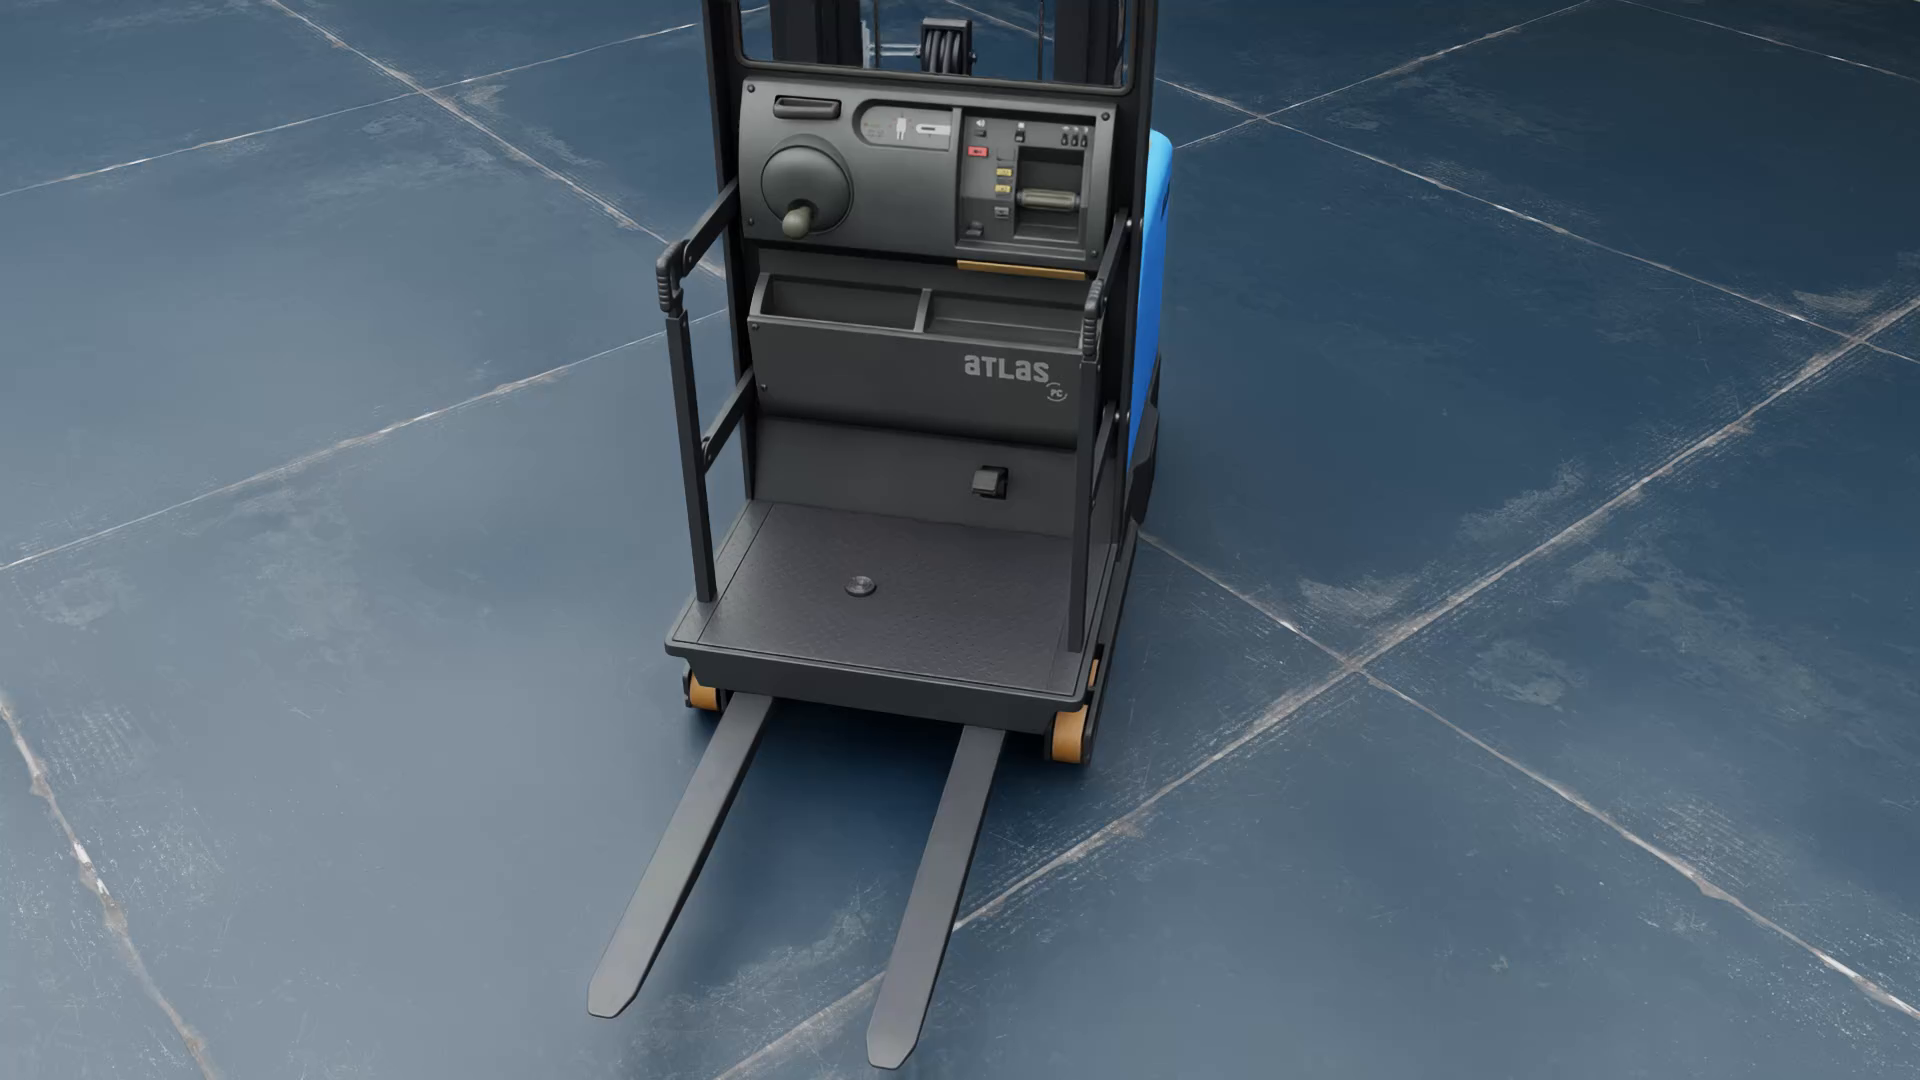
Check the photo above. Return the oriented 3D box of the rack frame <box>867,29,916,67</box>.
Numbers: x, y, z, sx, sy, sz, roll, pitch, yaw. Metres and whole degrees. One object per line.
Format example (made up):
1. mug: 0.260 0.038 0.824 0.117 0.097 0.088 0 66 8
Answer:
1. rack frame: -0.233 -1.254 6.096 0.240 1.200 0.006 1 7 0

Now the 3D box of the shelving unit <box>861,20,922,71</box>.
1. shelving unit: -0.233 -1.242 6.005 0.258 1.200 0.189 1 7 0

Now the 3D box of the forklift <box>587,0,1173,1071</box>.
1. forklift: -0.133 -0.841 3.902 1.130 2.935 3.031 7 36 10

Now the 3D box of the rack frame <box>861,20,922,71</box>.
1. rack frame: -0.234 -1.230 5.915 0.240 1.200 0.006 1 7 0
